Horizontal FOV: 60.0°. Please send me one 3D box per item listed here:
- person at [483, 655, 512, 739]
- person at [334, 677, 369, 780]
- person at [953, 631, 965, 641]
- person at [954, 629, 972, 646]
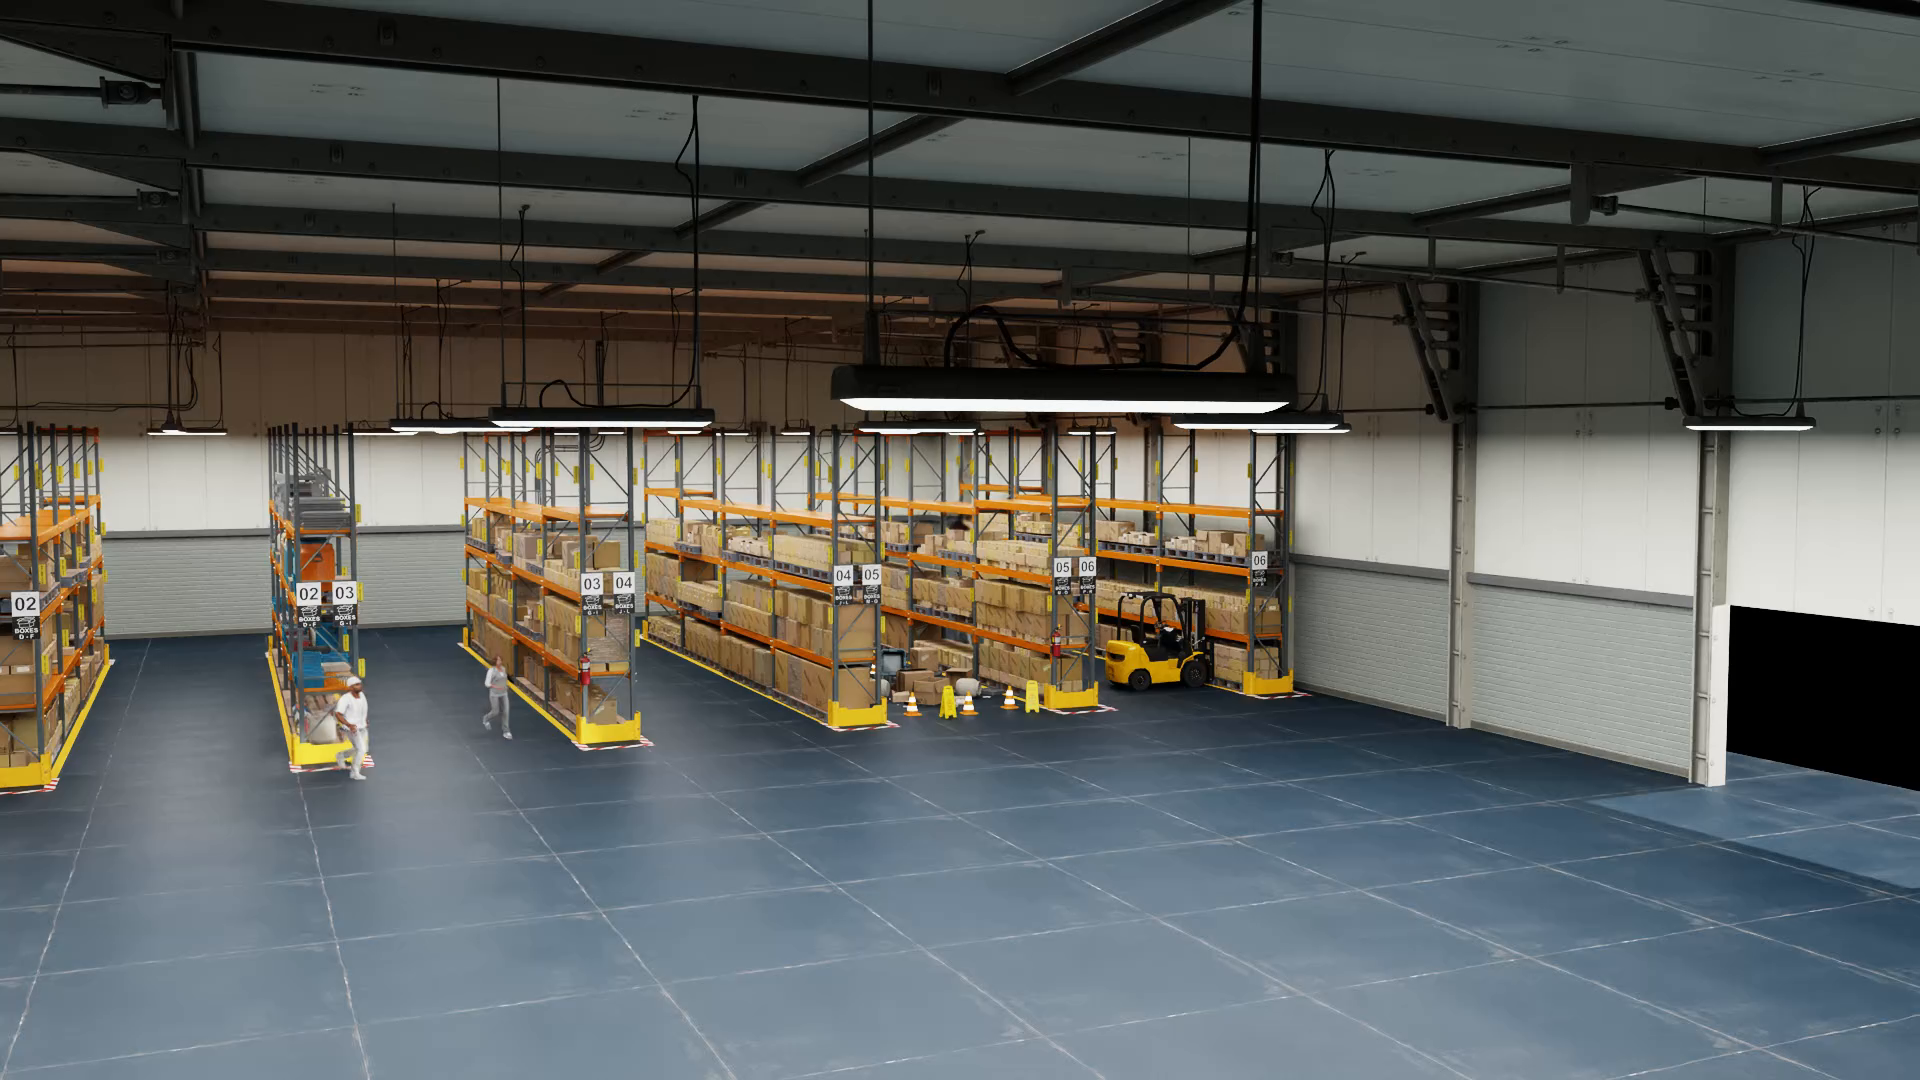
[{"bbox_3d":[-8.839,2.990,31.791,0.855,1.578,0.546,3,5,41],"label":"person"},{"bbox_3d":[-10.258,3.152,27.970,0.649,1.733,0.705,1,4,17],"label":"person"},{"bbox_3d":[-0.001,2.050,46.641,0.618,1.694,0.785,-3,4,-36],"label":"person"},{"bbox_3d":[0.070,2.126,45.049,0.568,1.728,0.844,-2,4,-27],"label":"person"}]
